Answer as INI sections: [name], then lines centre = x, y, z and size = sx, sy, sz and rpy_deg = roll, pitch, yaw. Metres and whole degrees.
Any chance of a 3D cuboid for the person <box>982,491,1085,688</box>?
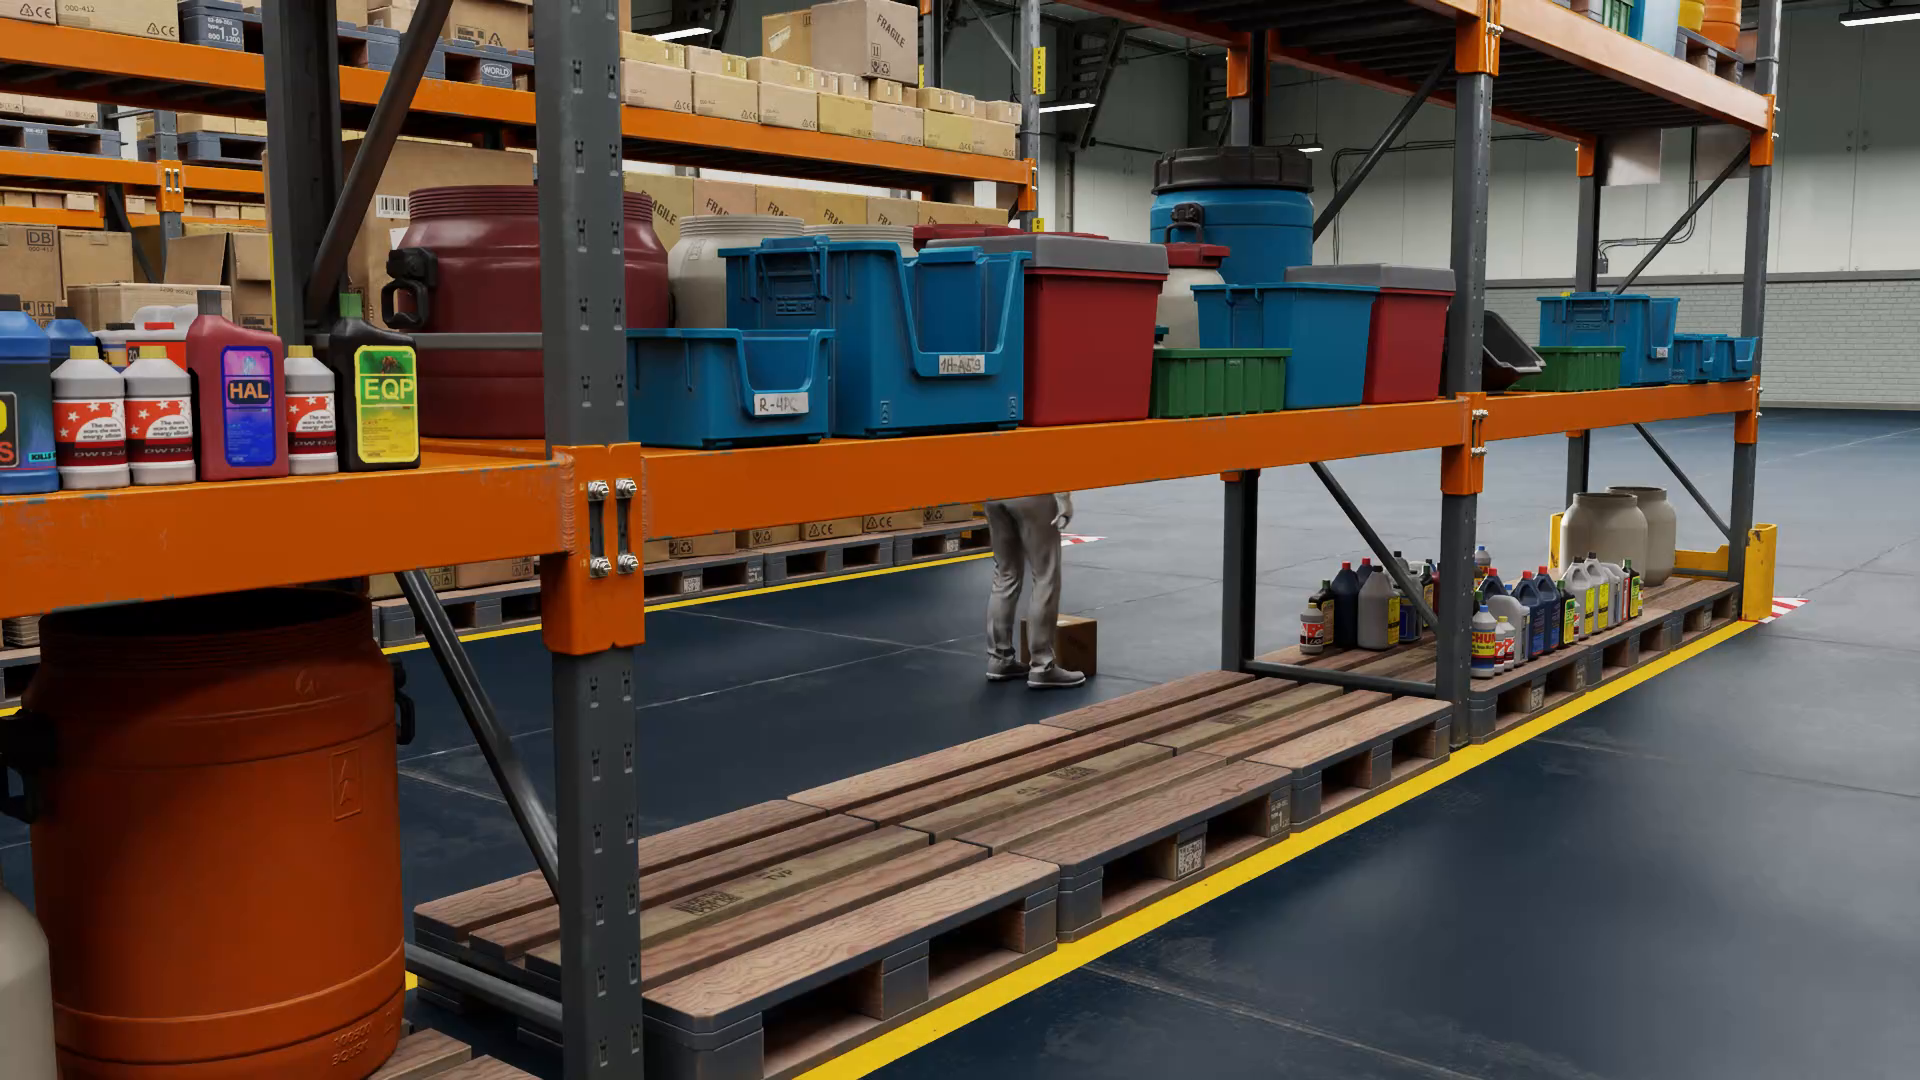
[person]
centre = 0.283, -0.194, 7.349
size = 0.375, 1.663, 0.529
rpy_deg = -6, 9, -42
